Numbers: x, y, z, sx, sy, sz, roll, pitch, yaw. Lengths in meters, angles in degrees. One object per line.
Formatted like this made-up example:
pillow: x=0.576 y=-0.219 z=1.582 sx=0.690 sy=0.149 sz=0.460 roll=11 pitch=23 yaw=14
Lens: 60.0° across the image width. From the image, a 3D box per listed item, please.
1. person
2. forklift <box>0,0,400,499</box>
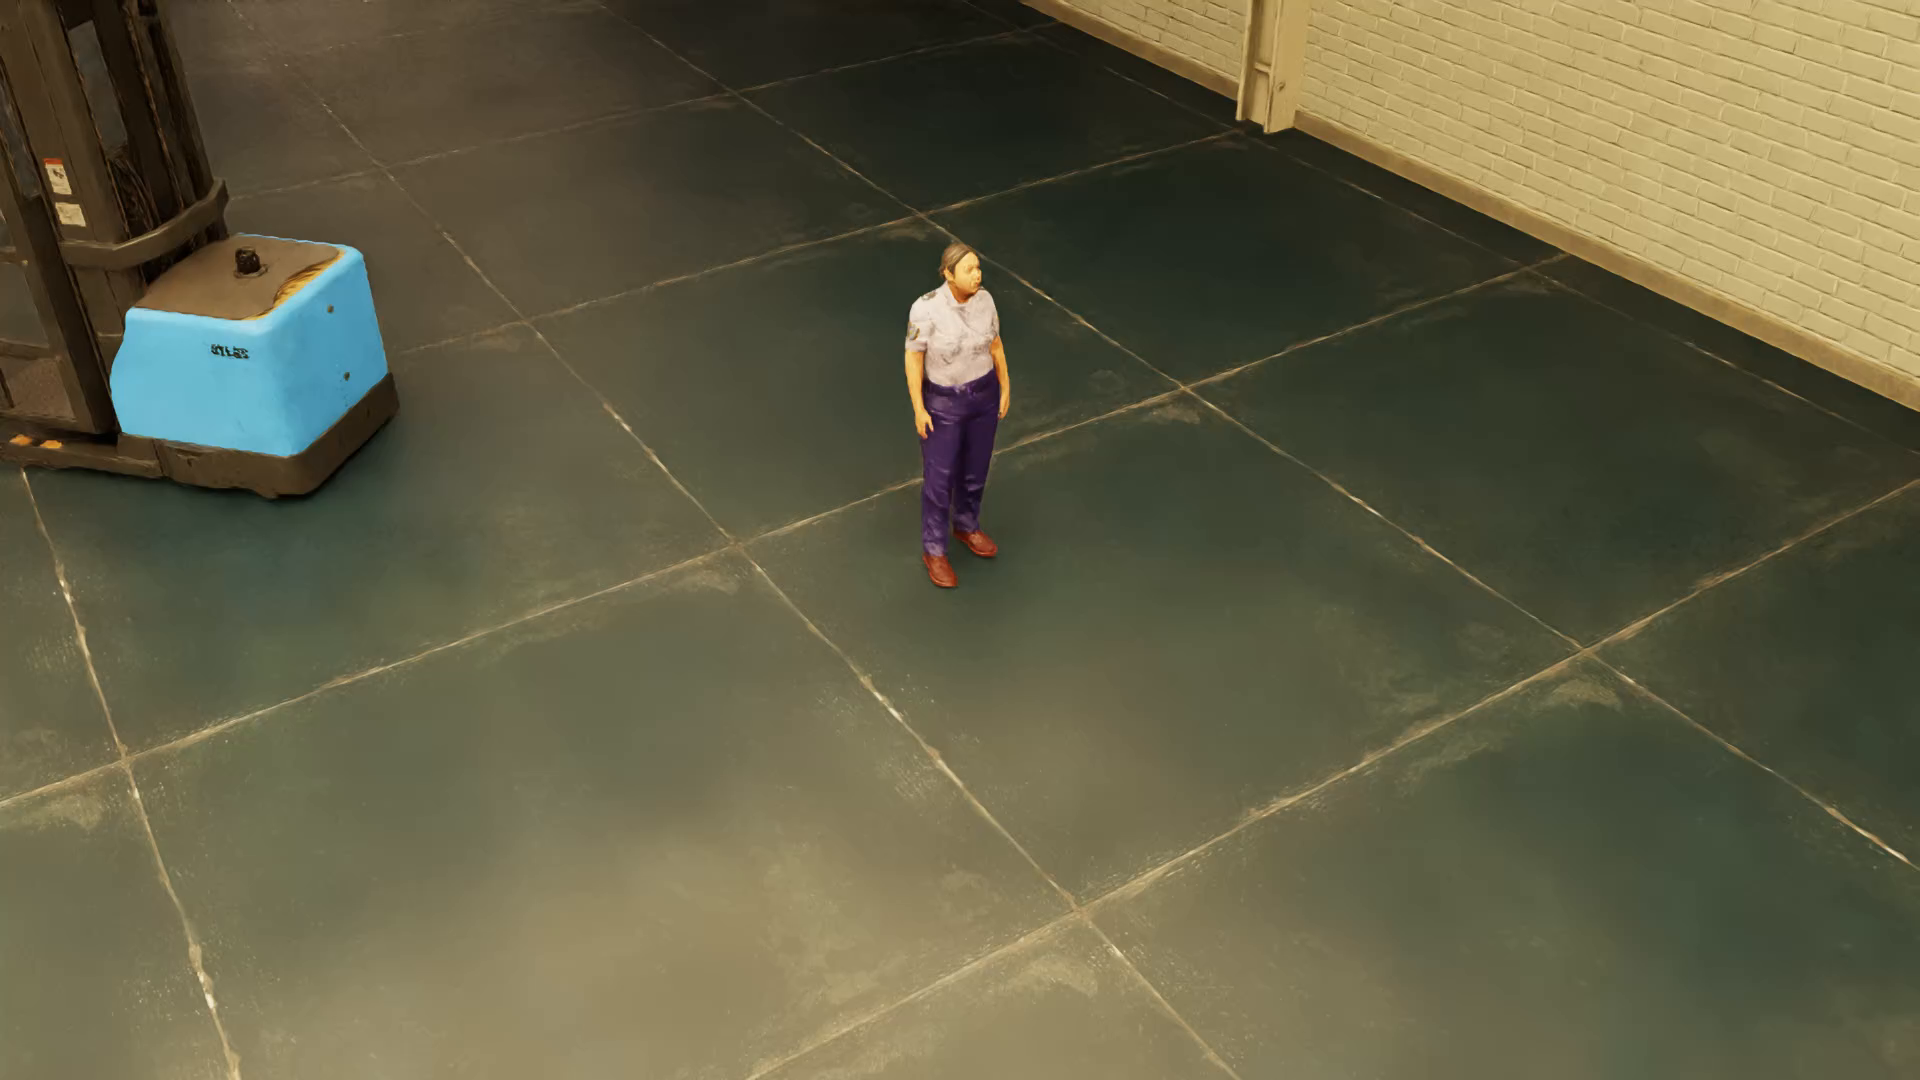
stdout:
person: x=0.030 y=-0.630 z=8.148 sx=0.599 sy=1.650 sz=0.502 roll=-21 pitch=40 yaw=-27
forklift: x=-4.834 y=-1.873 z=8.813 sx=3.031 sy=2.935 sz=1.130 roll=8 pitch=36 yaw=12
